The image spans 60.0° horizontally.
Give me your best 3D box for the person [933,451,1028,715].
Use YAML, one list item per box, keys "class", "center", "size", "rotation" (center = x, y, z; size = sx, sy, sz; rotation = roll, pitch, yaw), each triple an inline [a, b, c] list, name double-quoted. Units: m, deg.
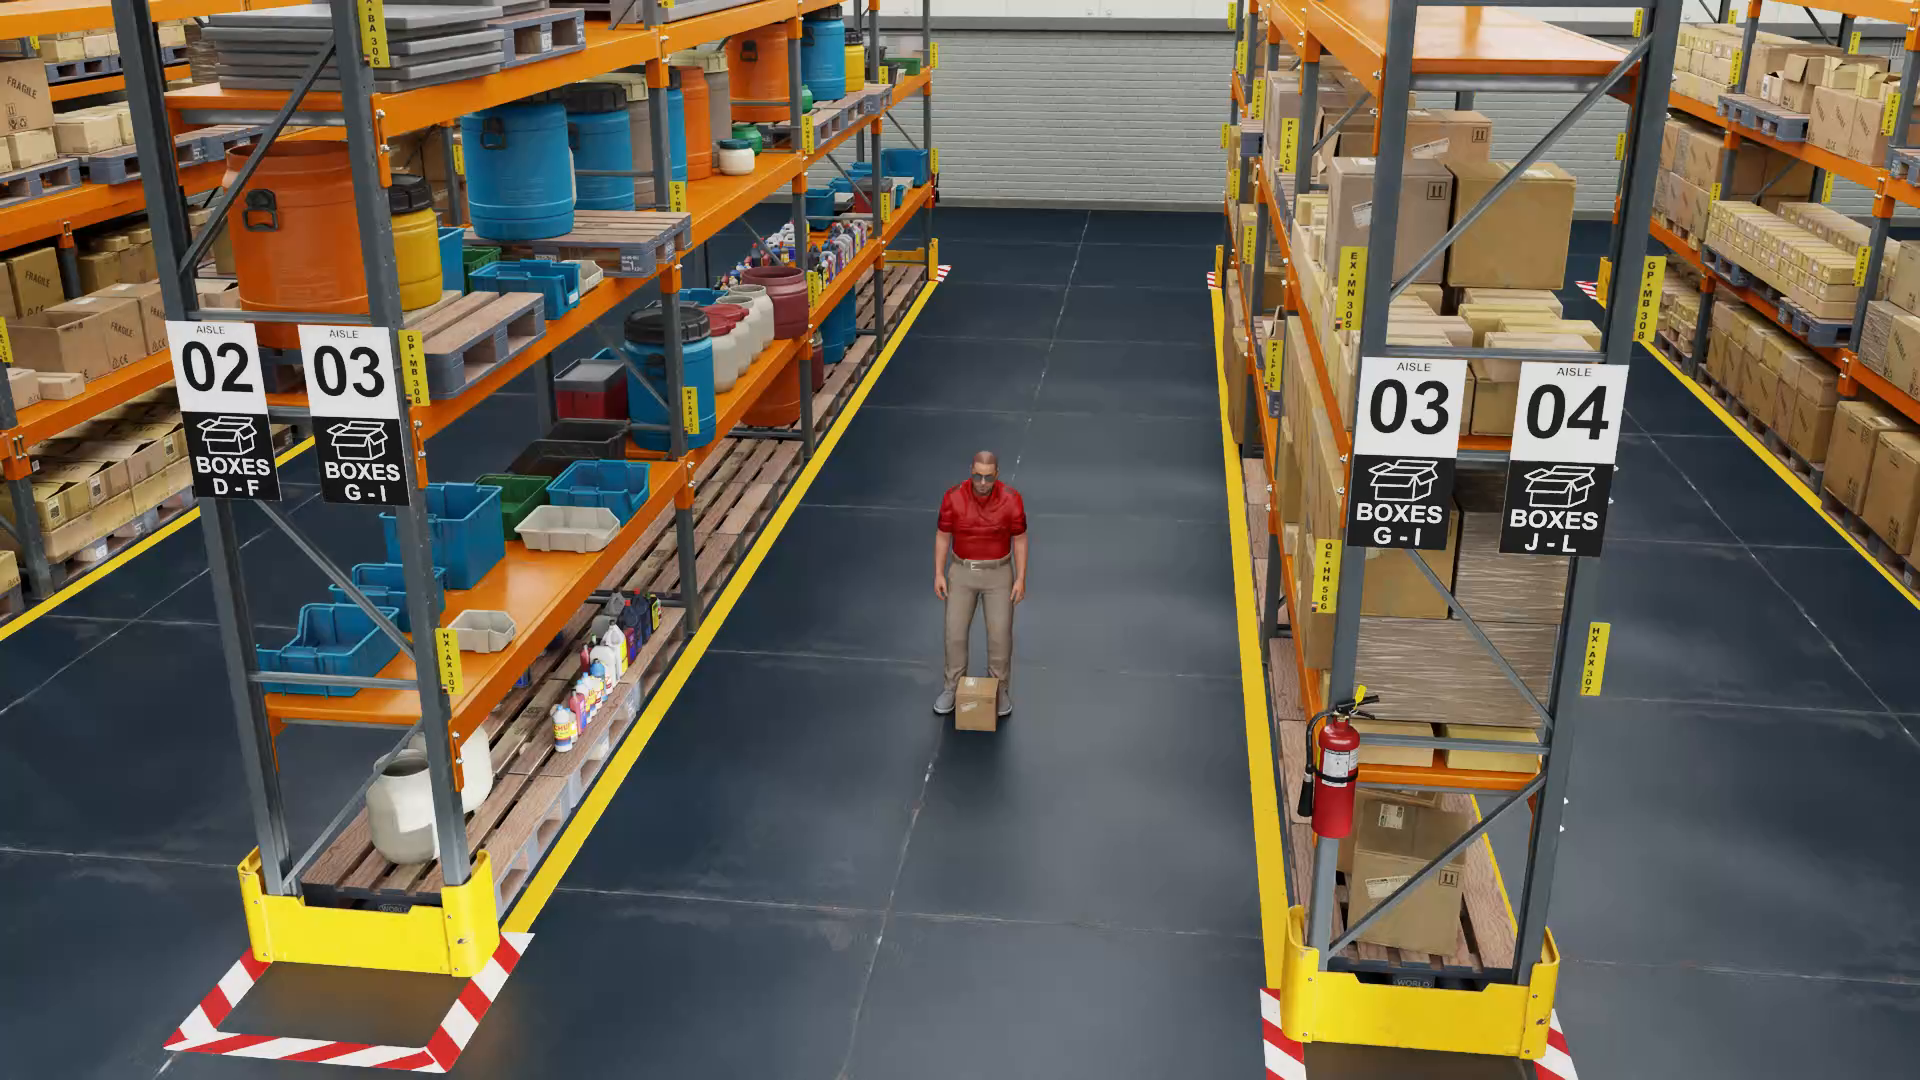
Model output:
- class: "person"
  center: [0.128, 0.250, 10.452]
  size: [0.587, 1.726, 0.389]
  rotation: [2, 21, 4]
